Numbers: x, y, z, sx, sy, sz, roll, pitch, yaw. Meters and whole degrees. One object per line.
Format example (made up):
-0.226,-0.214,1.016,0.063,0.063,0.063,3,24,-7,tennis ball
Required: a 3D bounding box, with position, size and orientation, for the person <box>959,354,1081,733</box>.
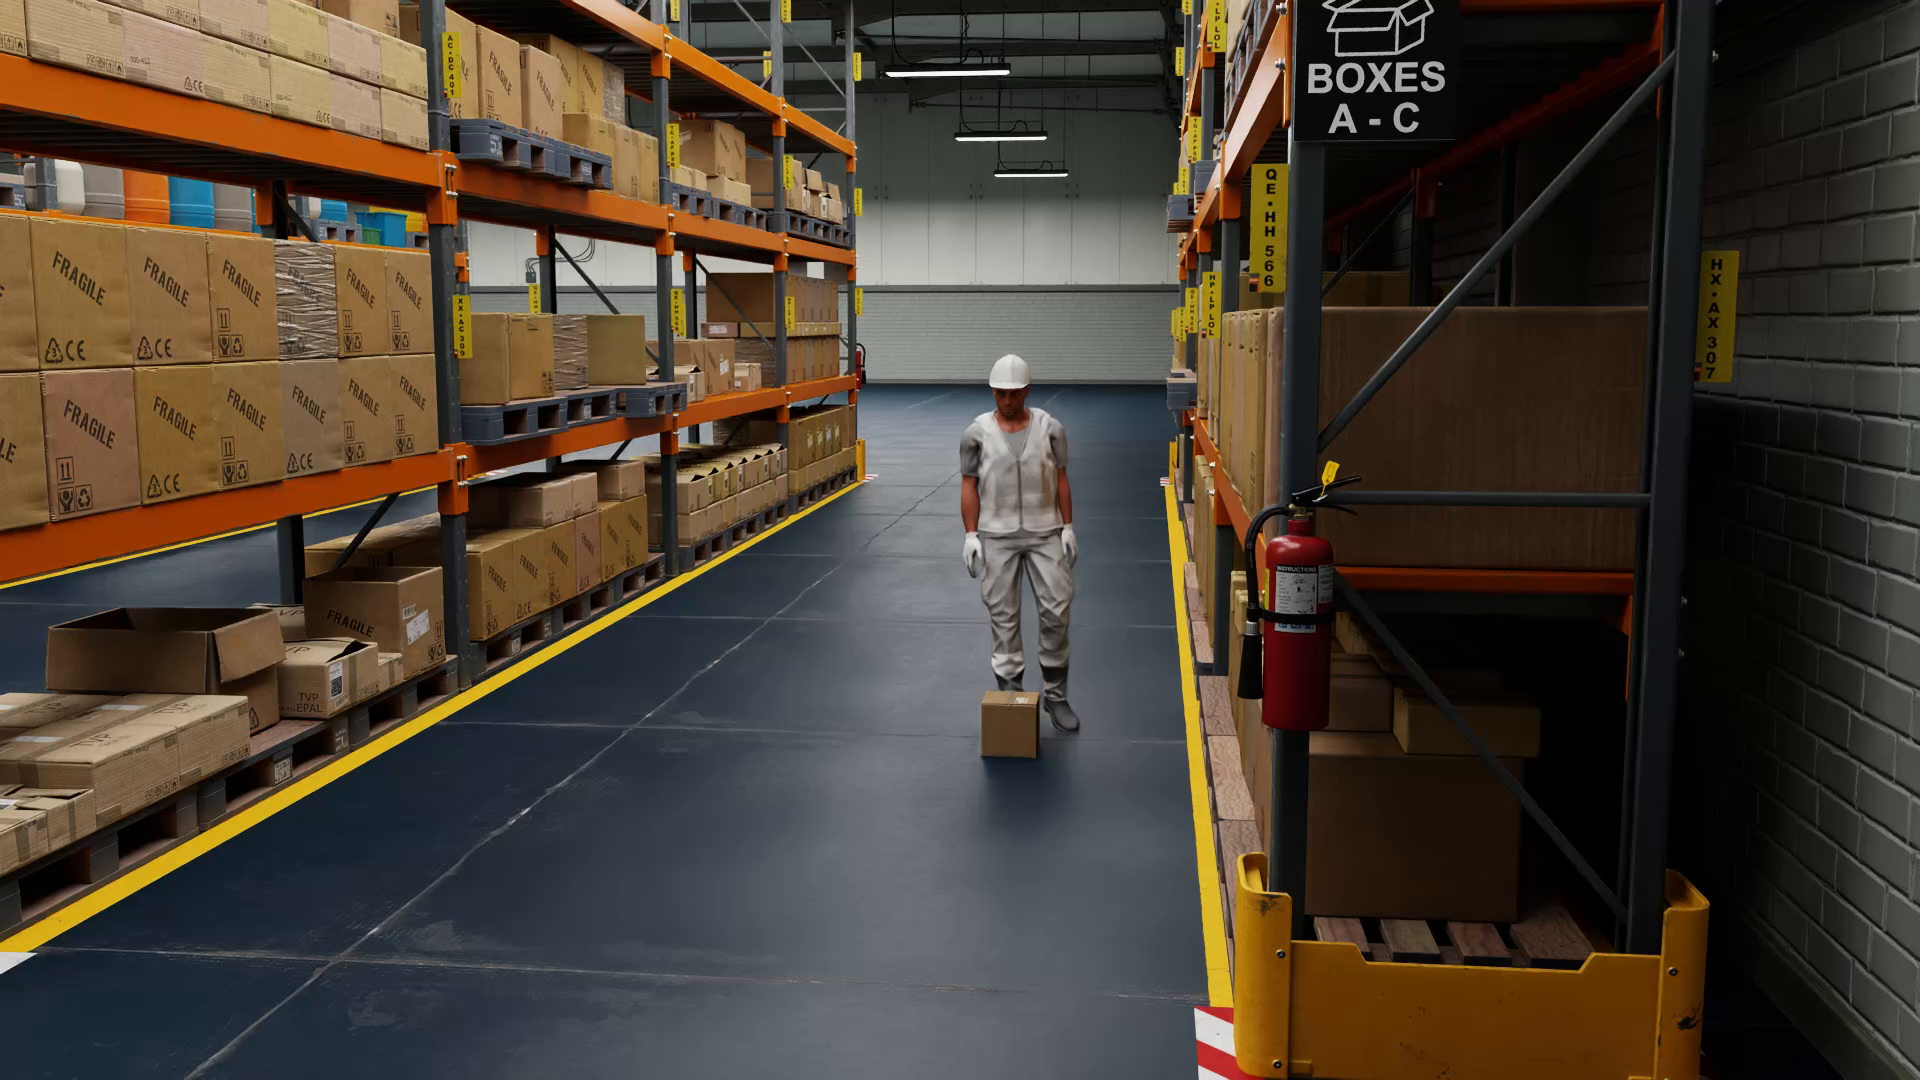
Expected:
0.292,0.027,7.948,0.586,1.818,0.480,0,7,-1,person
